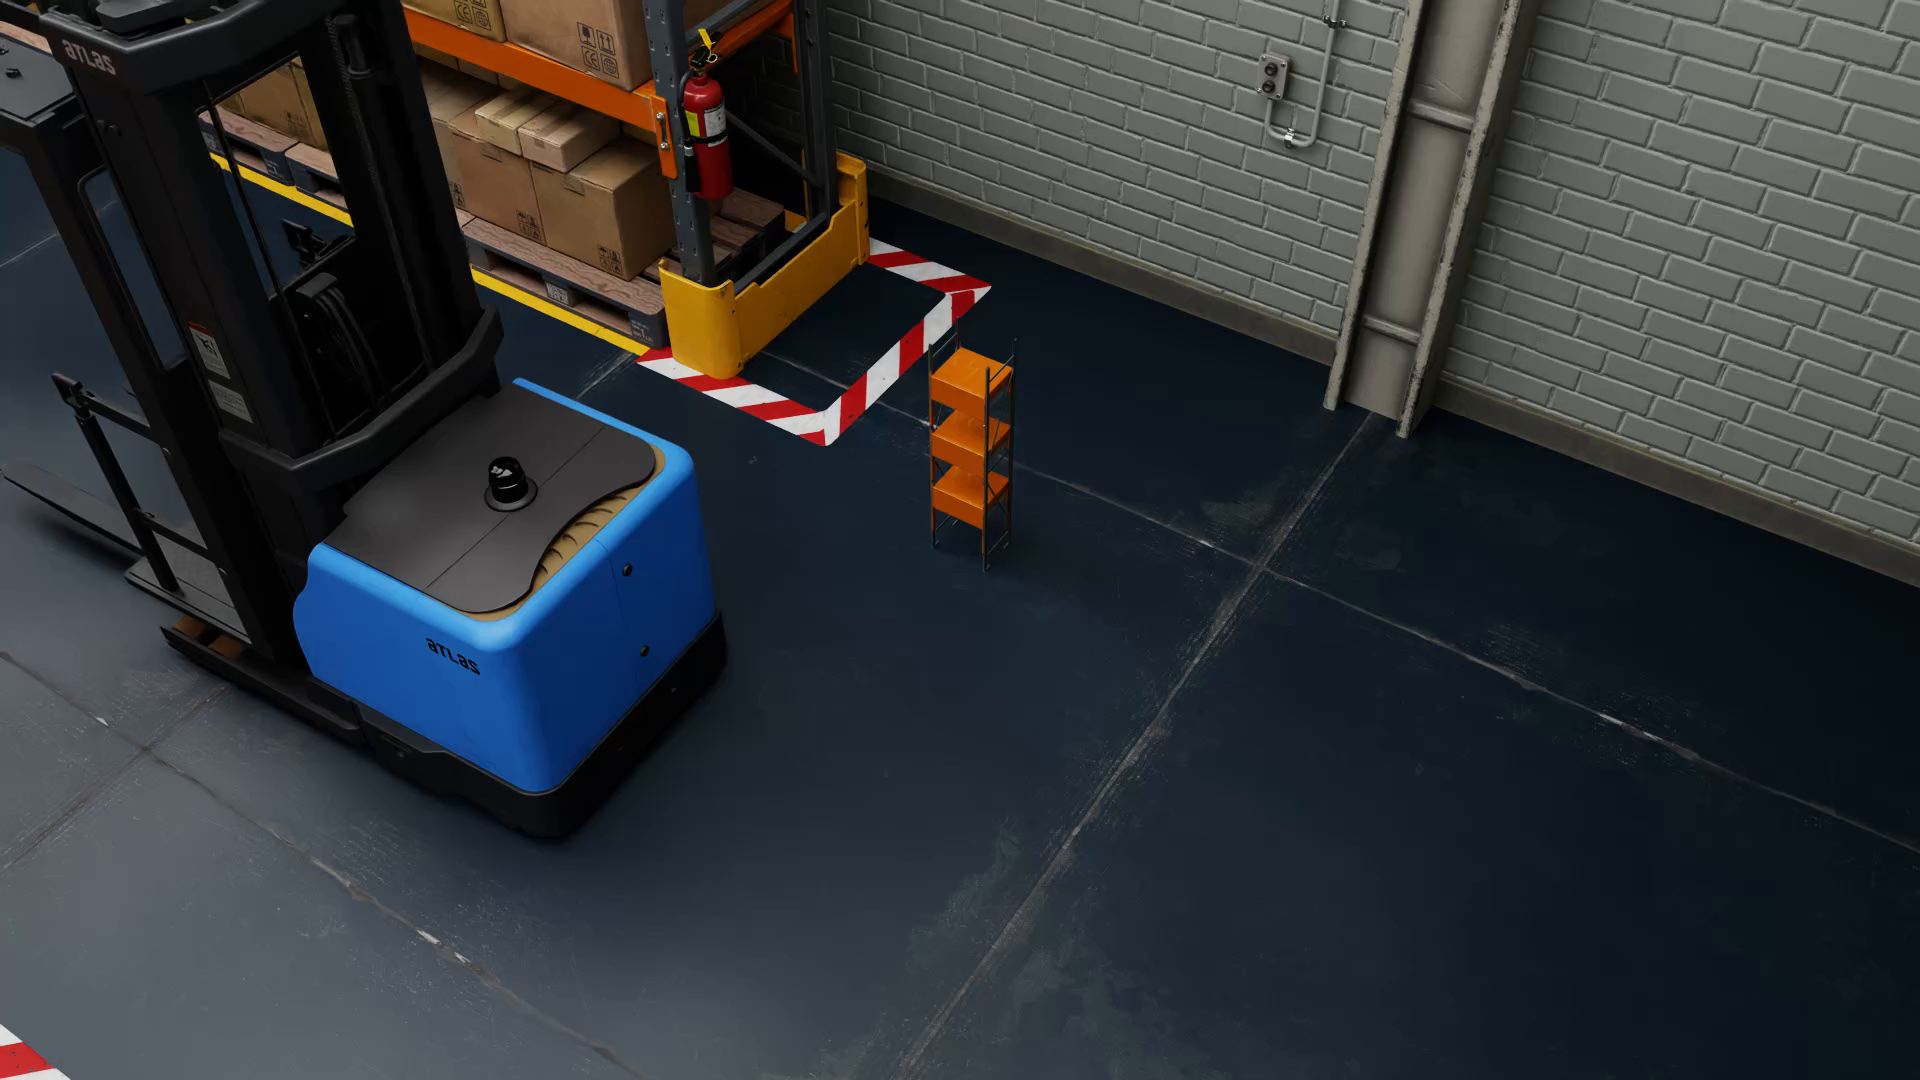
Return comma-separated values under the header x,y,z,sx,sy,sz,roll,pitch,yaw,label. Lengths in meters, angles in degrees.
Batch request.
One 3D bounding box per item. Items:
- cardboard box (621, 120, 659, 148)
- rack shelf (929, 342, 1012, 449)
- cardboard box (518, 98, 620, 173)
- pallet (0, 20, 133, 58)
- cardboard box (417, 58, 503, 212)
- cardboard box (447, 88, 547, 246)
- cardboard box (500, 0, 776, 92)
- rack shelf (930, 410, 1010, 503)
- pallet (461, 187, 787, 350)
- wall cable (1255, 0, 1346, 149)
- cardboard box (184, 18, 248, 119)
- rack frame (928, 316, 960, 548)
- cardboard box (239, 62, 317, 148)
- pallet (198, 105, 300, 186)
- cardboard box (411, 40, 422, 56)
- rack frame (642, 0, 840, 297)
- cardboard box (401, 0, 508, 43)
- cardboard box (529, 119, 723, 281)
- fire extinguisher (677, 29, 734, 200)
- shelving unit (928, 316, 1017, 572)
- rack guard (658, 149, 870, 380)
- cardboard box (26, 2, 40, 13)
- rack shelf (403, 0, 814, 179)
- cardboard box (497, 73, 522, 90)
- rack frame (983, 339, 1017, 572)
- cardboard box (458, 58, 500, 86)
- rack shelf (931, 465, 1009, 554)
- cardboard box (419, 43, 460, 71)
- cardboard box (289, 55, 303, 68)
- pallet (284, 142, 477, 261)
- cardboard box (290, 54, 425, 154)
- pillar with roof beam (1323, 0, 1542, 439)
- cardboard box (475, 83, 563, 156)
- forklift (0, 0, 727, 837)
x,y,z,sx,sy,sz,roll,pitch,yaw,label
-1.323,-1.957,7.558,0.250,0.149,0.380,25,51,22,cardboard box
0.045,-0.536,6.157,0.240,0.259,0.215,25,51,22,rack shelf
-1.743,-1.824,7.429,0.250,0.149,0.380,24,51,22,cardboard box
-4.950,-3.003,9.521,1.213,0.211,1.003,25,51,22,pallet
-2.381,-2.047,8.097,0.500,0.500,0.700,23,50,21,cardboard box
-1.958,-1.852,7.909,0.500,0.500,0.700,25,51,22,cardboard box
-1.328,-2.469,6.848,0.700,0.700,0.980,27,52,24,cardboard box
0.045,-0.338,6.361,0.240,0.259,0.215,25,51,22,rack shelf
-1.608,-1.463,8.025,1.213,0.211,1.003,25,51,22,pallet
0.695,-2.602,6.479,1.851,1.984,0.084,25,51,22,wall cable
-3.686,-2.645,8.679,0.500,0.500,0.700,25,51,23,cardboard box
-0.058,-0.392,6.399,0.008,1.050,0.200,25,51,22,rack frame
-3.265,-2.449,8.488,0.500,0.500,0.700,24,51,22,cardboard box
-3.662,-2.408,8.943,1.213,0.211,1.003,25,51,22,pallet
-2.604,-2.545,8.129,0.250,0.149,0.380,24,50,21,cardboard box
-0.893,-2.173,6.770,0.127,3.000,1.000,25,51,22,rack frame
-1.946,-2.744,7.115,0.700,0.700,0.980,24,51,22,cardboard box
-1.536,-1.659,7.720,0.500,0.500,0.700,25,51,22,cardboard box
-1.015,-1.679,6.604,0.183,0.674,0.296,25,51,22,fire extinguisher
0.045,-0.345,6.353,0.252,1.050,0.215,25,51,22,shelving unit
-0.873,-1.292,7.657,0.348,0.500,1.175,25,51,22,rack guard
-4.878,-3.292,9.063,0.750,0.750,0.750,25,51,23,cardboard box
-2.577,-2.696,7.780,4.000,0.370,1.077,25,51,22,rack shelf
-1.960,-2.250,7.843,0.250,0.149,0.380,25,51,22,cardboard box
0.148,-0.298,6.307,0.008,1.050,0.200,25,51,22,rack frame
-2.175,-2.348,7.938,0.250,0.149,0.380,25,51,23,cardboard box
0.045,-0.144,6.560,0.240,0.259,0.215,25,51,22,rack shelf
-2.391,-2.447,8.034,0.250,0.149,0.380,25,51,22,cardboard box
-3.057,-2.427,8.014,0.250,0.149,0.380,23,50,21,cardboard box
-2.631,-1.936,8.484,1.213,0.211,1.003,25,51,22,pallet
-2.834,-2.249,8.294,0.500,0.500,0.700,26,51,23,cardboard box
-0.478,-1.141,1.584,0.400,9.000,9.100,25,51,22,pillar with roof beam
-1.958,-1.923,7.525,0.250,0.149,0.380,26,51,23,cardboard box
-2.406,-0.807,5.490,3.031,2.935,1.130,23,50,21,forklift
